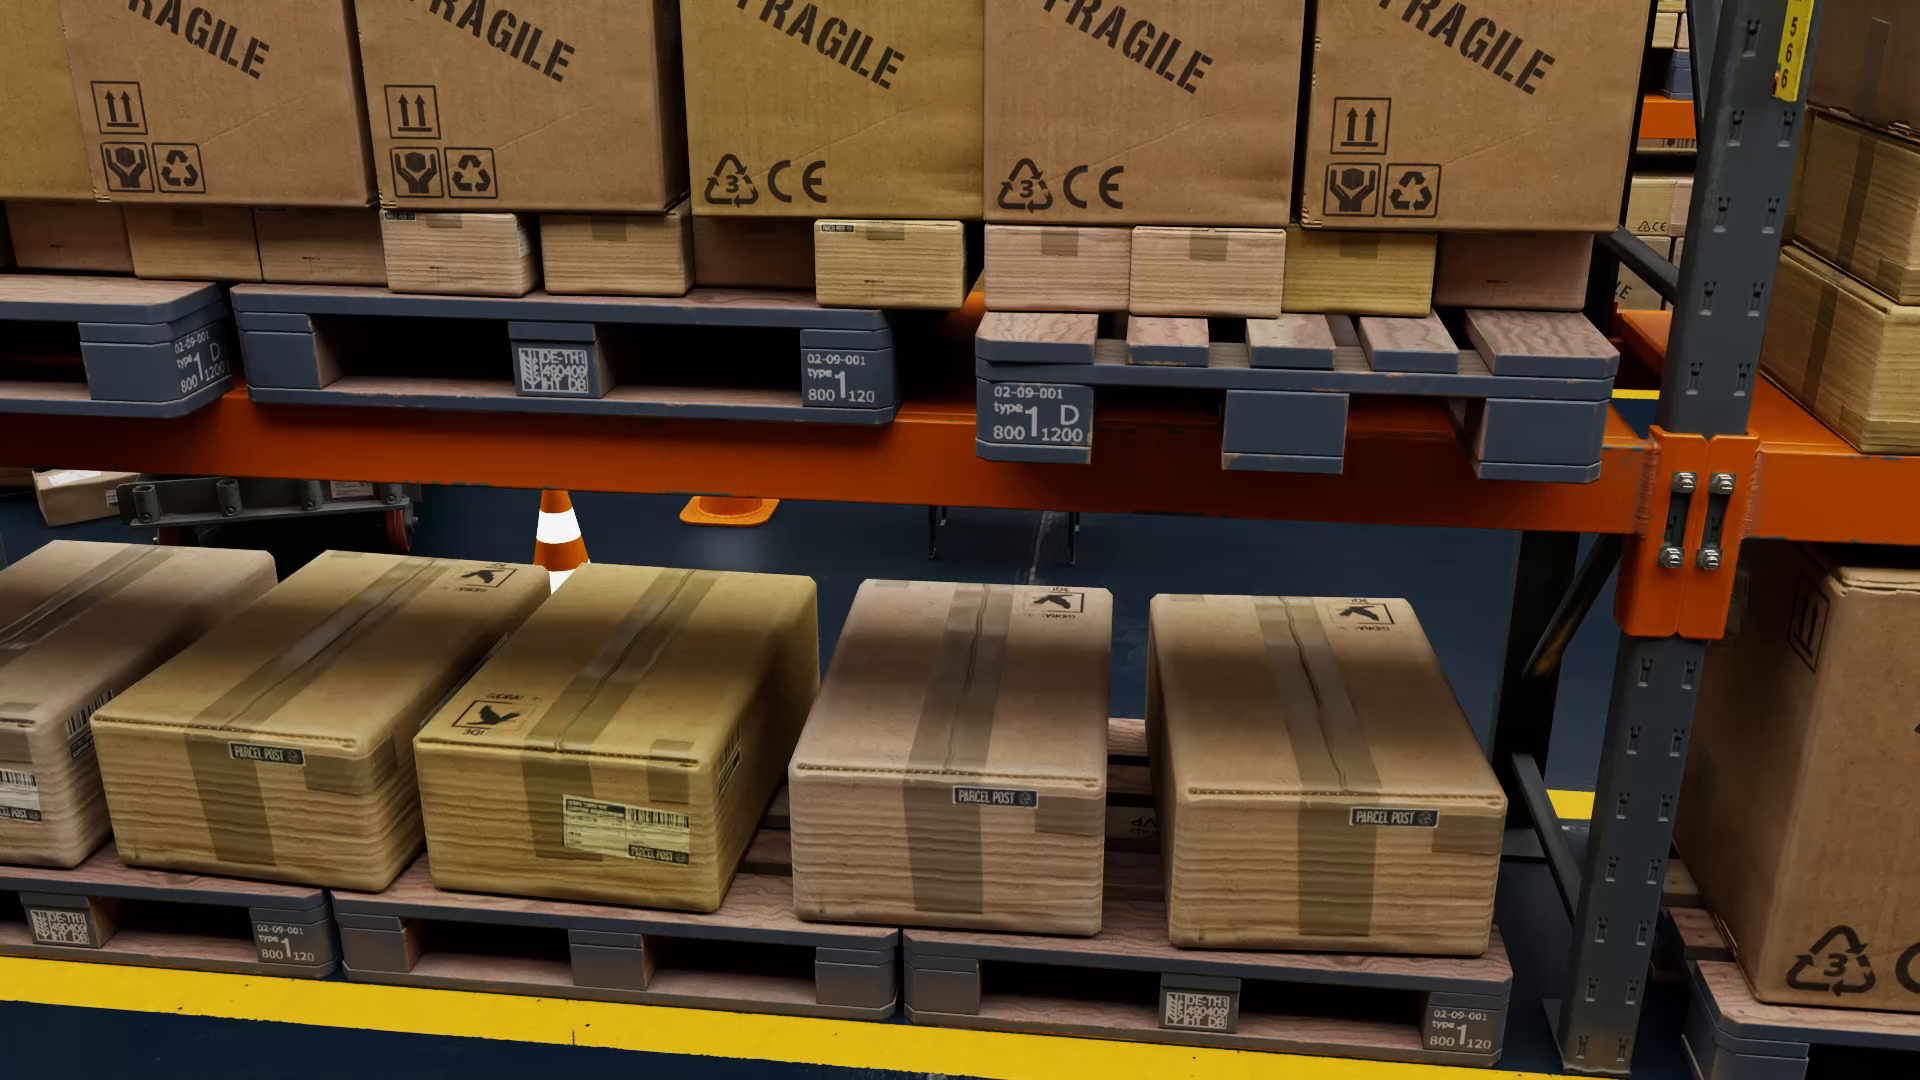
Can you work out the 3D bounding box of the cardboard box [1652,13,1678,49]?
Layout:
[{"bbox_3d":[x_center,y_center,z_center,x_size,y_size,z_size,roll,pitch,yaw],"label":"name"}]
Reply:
[{"bbox_3d":[3.016,-2.285,7.409,0.250,0.149,0.380,3,22,9],"label":"cardboard box"}]

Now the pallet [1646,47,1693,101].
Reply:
[{"bbox_3d":[3.764,-2.174,7.619,1.213,0.211,1.003,2,22,6],"label":"pallet"}]

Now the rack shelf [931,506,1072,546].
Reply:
[{"bbox_3d":[0.164,-0.306,5.798,0.480,0.518,0.431,2,22,6],"label":"rack shelf"}]

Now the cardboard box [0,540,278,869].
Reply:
[{"bbox_3d":[-2.140,0.354,3.969,0.625,0.372,0.950,3,22,7],"label":"cardboard box"}]

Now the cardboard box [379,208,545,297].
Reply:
[{"bbox_3d":[-0.858,-0.568,3.066,0.250,0.149,0.380,3,22,8],"label":"cardboard box"}]

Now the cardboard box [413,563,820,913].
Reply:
[{"bbox_3d":[-0.735,0.413,3.819,0.625,0.372,0.950,3,22,8],"label":"cardboard box"}]

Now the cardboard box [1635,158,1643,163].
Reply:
[{"bbox_3d":[3.006,-1.763,8.129,0.500,0.250,0.500,3,22,7],"label":"cardboard box"}]

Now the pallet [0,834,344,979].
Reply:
[{"bbox_3d":[-1.888,0.635,4.047,1.213,0.211,1.003,2,22,6],"label":"pallet"}]

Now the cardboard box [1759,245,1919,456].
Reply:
[{"bbox_3d":[1.767,-0.339,2.922,0.500,0.250,0.500,2,22,5],"label":"cardboard box"}]

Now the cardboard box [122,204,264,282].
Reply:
[{"bbox_3d":[-1.362,-0.609,3.172,0.250,0.149,0.380,3,22,7],"label":"cardboard box"}]

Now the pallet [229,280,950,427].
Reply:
[{"bbox_3d":[-0.660,-0.503,3.394,1.213,0.211,1.003,2,22,6],"label":"pallet"}]

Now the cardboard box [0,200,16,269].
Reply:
[{"bbox_3d":[-1.903,-0.620,3.199,0.250,0.149,0.380,3,22,7],"label":"cardboard box"}]

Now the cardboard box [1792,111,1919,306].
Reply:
[{"bbox_3d":[1.785,-0.573,2.832,0.500,0.250,0.500,2,22,6],"label":"cardboard box"}]

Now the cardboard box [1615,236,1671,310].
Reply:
[{"bbox_3d":[2.965,-1.222,7.780,0.500,0.500,0.500,3,22,7],"label":"cardboard box"}]

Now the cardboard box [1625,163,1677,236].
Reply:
[{"bbox_3d":[2.953,-1.575,7.653,0.500,0.250,0.500,2,22,6],"label":"cardboard box"}]

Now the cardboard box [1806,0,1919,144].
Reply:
[{"bbox_3d":[1.772,-0.923,2.698,0.500,0.500,0.500,2,22,5],"label":"cardboard box"}]

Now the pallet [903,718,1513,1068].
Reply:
[{"bbox_3d":[0.535,0.740,3.780,1.213,0.211,1.003,2,22,6],"label":"pallet"}]

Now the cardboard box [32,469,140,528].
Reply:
[{"bbox_3d":[-3.218,-0.242,6.192,0.396,0.266,0.258,-14,25,-31],"label":"cardboard box"}]

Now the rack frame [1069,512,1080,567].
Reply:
[{"bbox_3d":[0.407,-0.959,5.509,0.015,2.100,0.400,2,22,6],"label":"rack frame"}]

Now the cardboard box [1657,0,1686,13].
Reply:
[{"bbox_3d":[3.035,-2.424,7.357,0.250,0.149,0.380,3,22,7],"label":"cardboard box"}]

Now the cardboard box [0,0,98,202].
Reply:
[{"bbox_3d":[-1.732,-0.929,3.097,0.500,0.500,0.500,3,22,6],"label":"cardboard box"}]

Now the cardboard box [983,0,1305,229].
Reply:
[{"bbox_3d":[0.312,-0.839,2.869,0.500,0.500,0.500,2,22,5],"label":"cardboard box"}]

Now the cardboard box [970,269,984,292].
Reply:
[{"bbox_3d":[0.331,-1.578,8.341,0.750,0.750,1.050,3,22,7],"label":"cardboard box"}]

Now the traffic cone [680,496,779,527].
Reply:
[{"bbox_3d":[-0.859,-0.325,6.133,0.334,0.463,0.336,2,22,6],"label":"traffic cone"}]

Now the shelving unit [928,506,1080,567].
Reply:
[{"bbox_3d":[0.164,-0.969,5.536,0.503,2.100,0.431,2,22,6],"label":"shelving unit"}]

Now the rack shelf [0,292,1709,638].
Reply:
[{"bbox_3d":[-0.675,-0.274,3.531,4.000,0.370,1.077,2,22,6],"label":"rack shelf"}]

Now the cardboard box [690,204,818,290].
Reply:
[{"bbox_3d":[-0.331,-0.586,3.112,0.250,0.149,0.380,3,22,7],"label":"cardboard box"}]

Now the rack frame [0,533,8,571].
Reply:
[{"bbox_3d":[-2.661,-0.695,3.618,0.127,3.000,1.000,2,22,6],"label":"rack frame"}]

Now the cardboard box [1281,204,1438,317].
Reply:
[{"bbox_3d":[0.683,-0.514,2.930,0.250,0.149,0.380,3,22,7],"label":"cardboard box"}]

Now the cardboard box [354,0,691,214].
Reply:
[{"bbox_3d":[-0.731,-0.884,2.984,0.500,0.500,0.500,2,22,4],"label":"cardboard box"}]

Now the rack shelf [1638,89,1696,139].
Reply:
[{"bbox_3d":[3.779,-1.912,7.676,4.000,0.370,1.077,2,22,6],"label":"rack shelf"}]

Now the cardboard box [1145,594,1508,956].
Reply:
[{"bbox_3d":[0.751,0.477,3.657,0.625,0.372,0.950,1,22,3],"label":"cardboard box"}]

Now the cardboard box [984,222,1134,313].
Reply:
[{"bbox_3d":[0.179,-0.522,2.951,0.250,0.149,0.380,1,22,4],"label":"cardboard box"}]
